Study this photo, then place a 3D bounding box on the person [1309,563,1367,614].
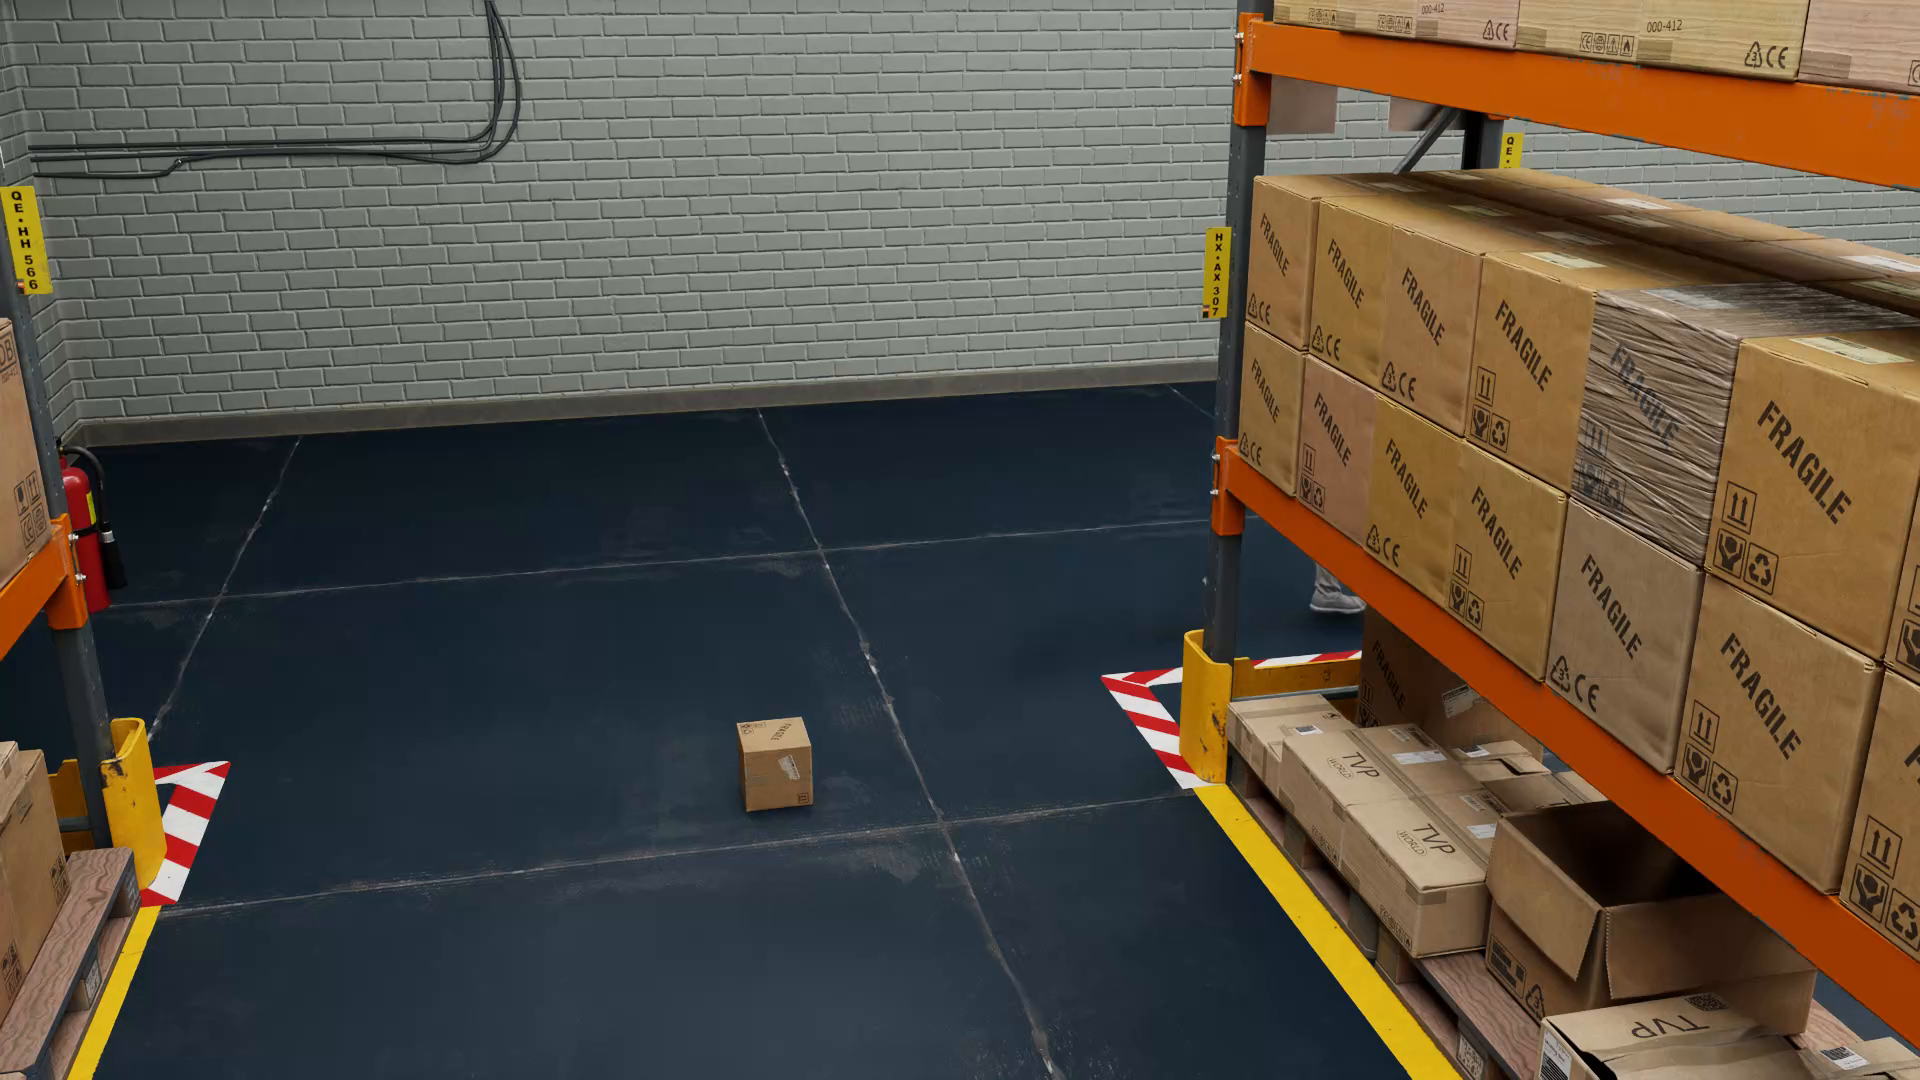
[{"bbox_3d":[1.957,-0.386,7.662,0.552,1.741,0.503,-2,20,-6],"label":"person"}]
